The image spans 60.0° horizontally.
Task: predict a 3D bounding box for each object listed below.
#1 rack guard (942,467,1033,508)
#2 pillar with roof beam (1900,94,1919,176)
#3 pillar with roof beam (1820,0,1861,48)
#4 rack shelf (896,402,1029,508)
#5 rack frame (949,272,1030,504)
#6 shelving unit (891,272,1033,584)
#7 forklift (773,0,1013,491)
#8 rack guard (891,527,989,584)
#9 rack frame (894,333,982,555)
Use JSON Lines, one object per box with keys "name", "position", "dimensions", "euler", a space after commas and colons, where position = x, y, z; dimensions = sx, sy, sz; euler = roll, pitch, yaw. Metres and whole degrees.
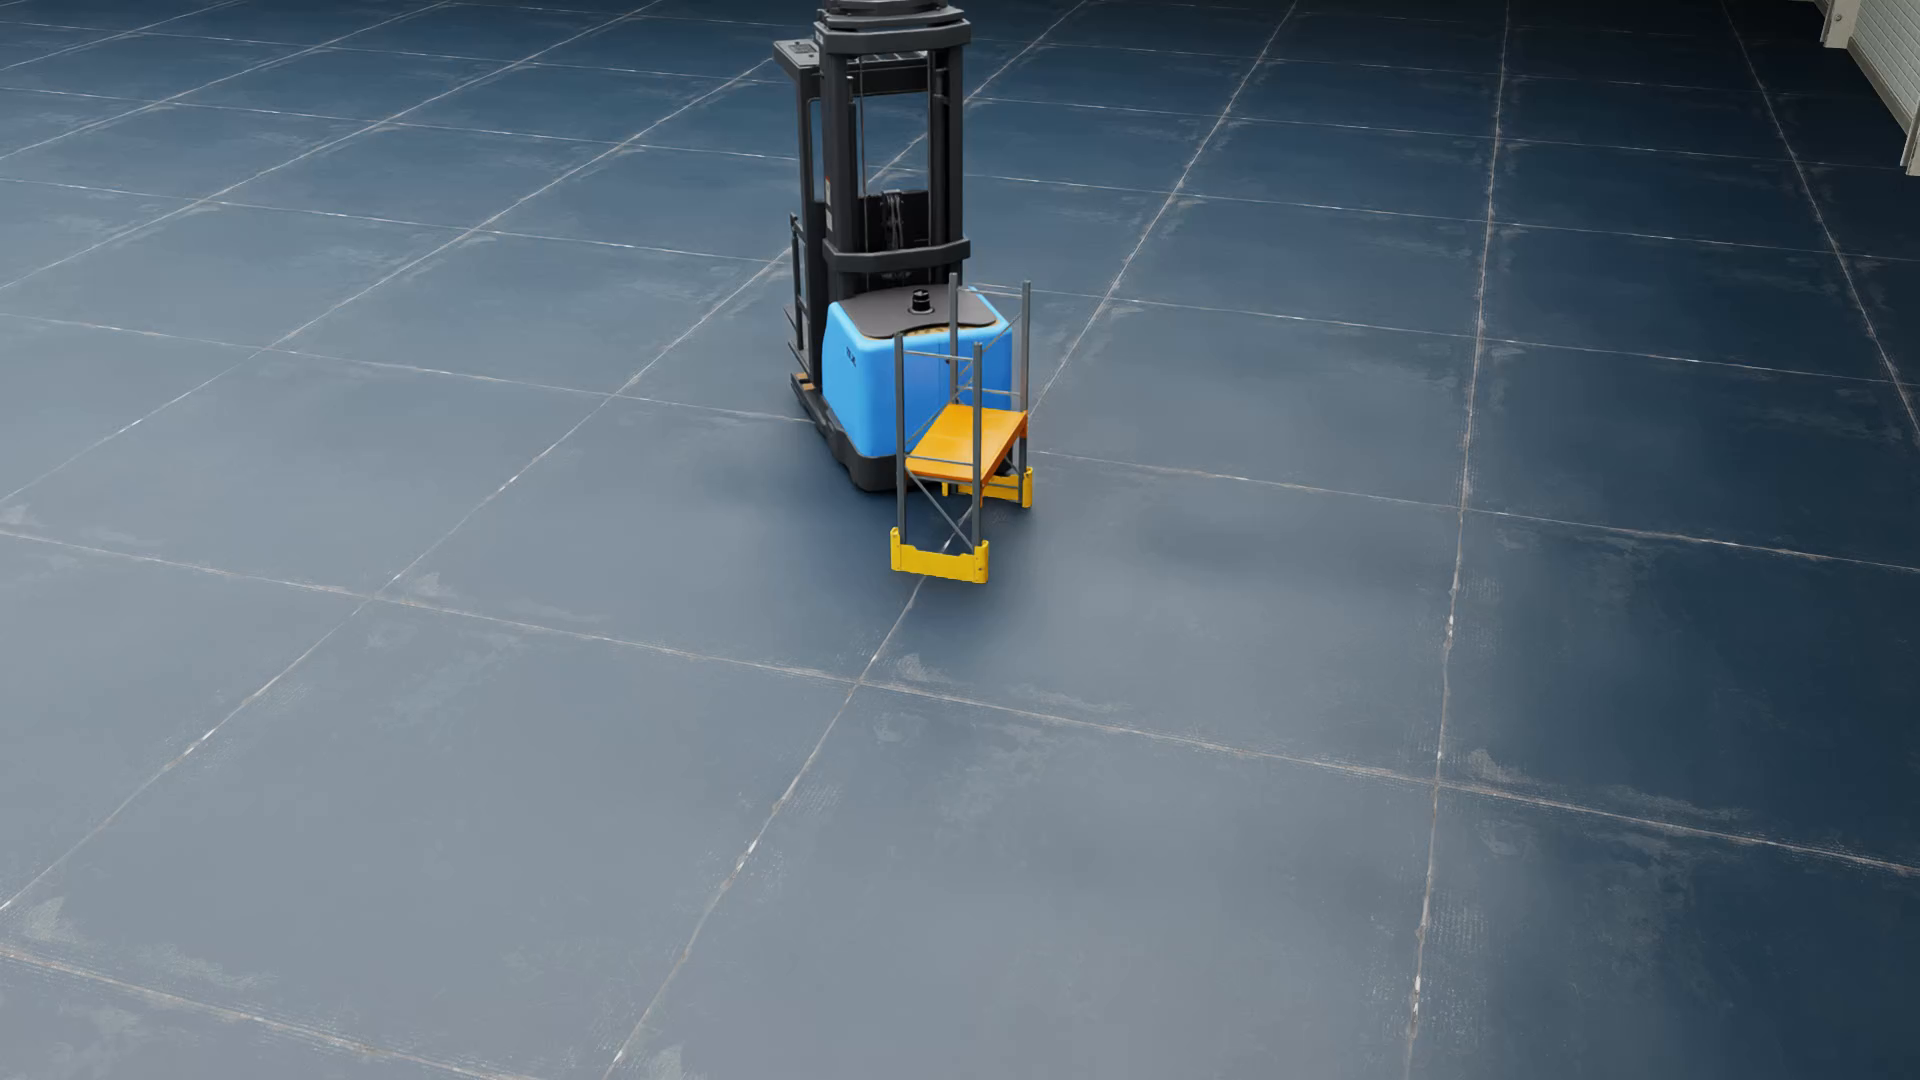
{"name": "rack guard", "position": [0.173, -0.370, 10.659], "dimensions": [0.587, 0.250, 0.087], "euler": [9, 30, 15]}
{"name": "pillar with roof beam", "position": [5.731, -8.334, 15.975], "dimensions": [9.100, 9.000, 0.400], "euler": [8, 30, 15]}
{"name": "pillar with roof beam", "position": [7.492, -11.123, 20.987], "dimensions": [9.100, 9.000, 0.400], "euler": [8, 30, 15]}
{"name": "rack shelf", "position": [0.029, -0.532, 10.034], "dimensions": [0.538, 0.185, 1.000], "euler": [9, 30, 15]}
{"name": "rack frame", "position": [0.179, -0.926, 10.371], "dimensions": [0.500, 1.500, 0.032], "euler": [9, 30, 15]}
{"name": "shelving unit", "position": [0.026, -0.685, 9.939], "dimensions": [0.587, 1.500, 1.083], "euler": [9, 30, 15]}
{"name": "forklift", "position": [-0.596, -2.296, 11.363], "dimensions": [1.130, 2.935, 3.031], "euler": [-9, 30, -16]}
{"name": "rack guard", "position": [-0.121, 0.092, 9.827], "dimensions": [0.587, 0.250, 0.087], "euler": [9, 30, 15]}
{"name": "rack frame", "position": [-0.122, -0.454, 9.522], "dimensions": [0.500, 1.500, 0.032], "euler": [9, 30, 15]}
